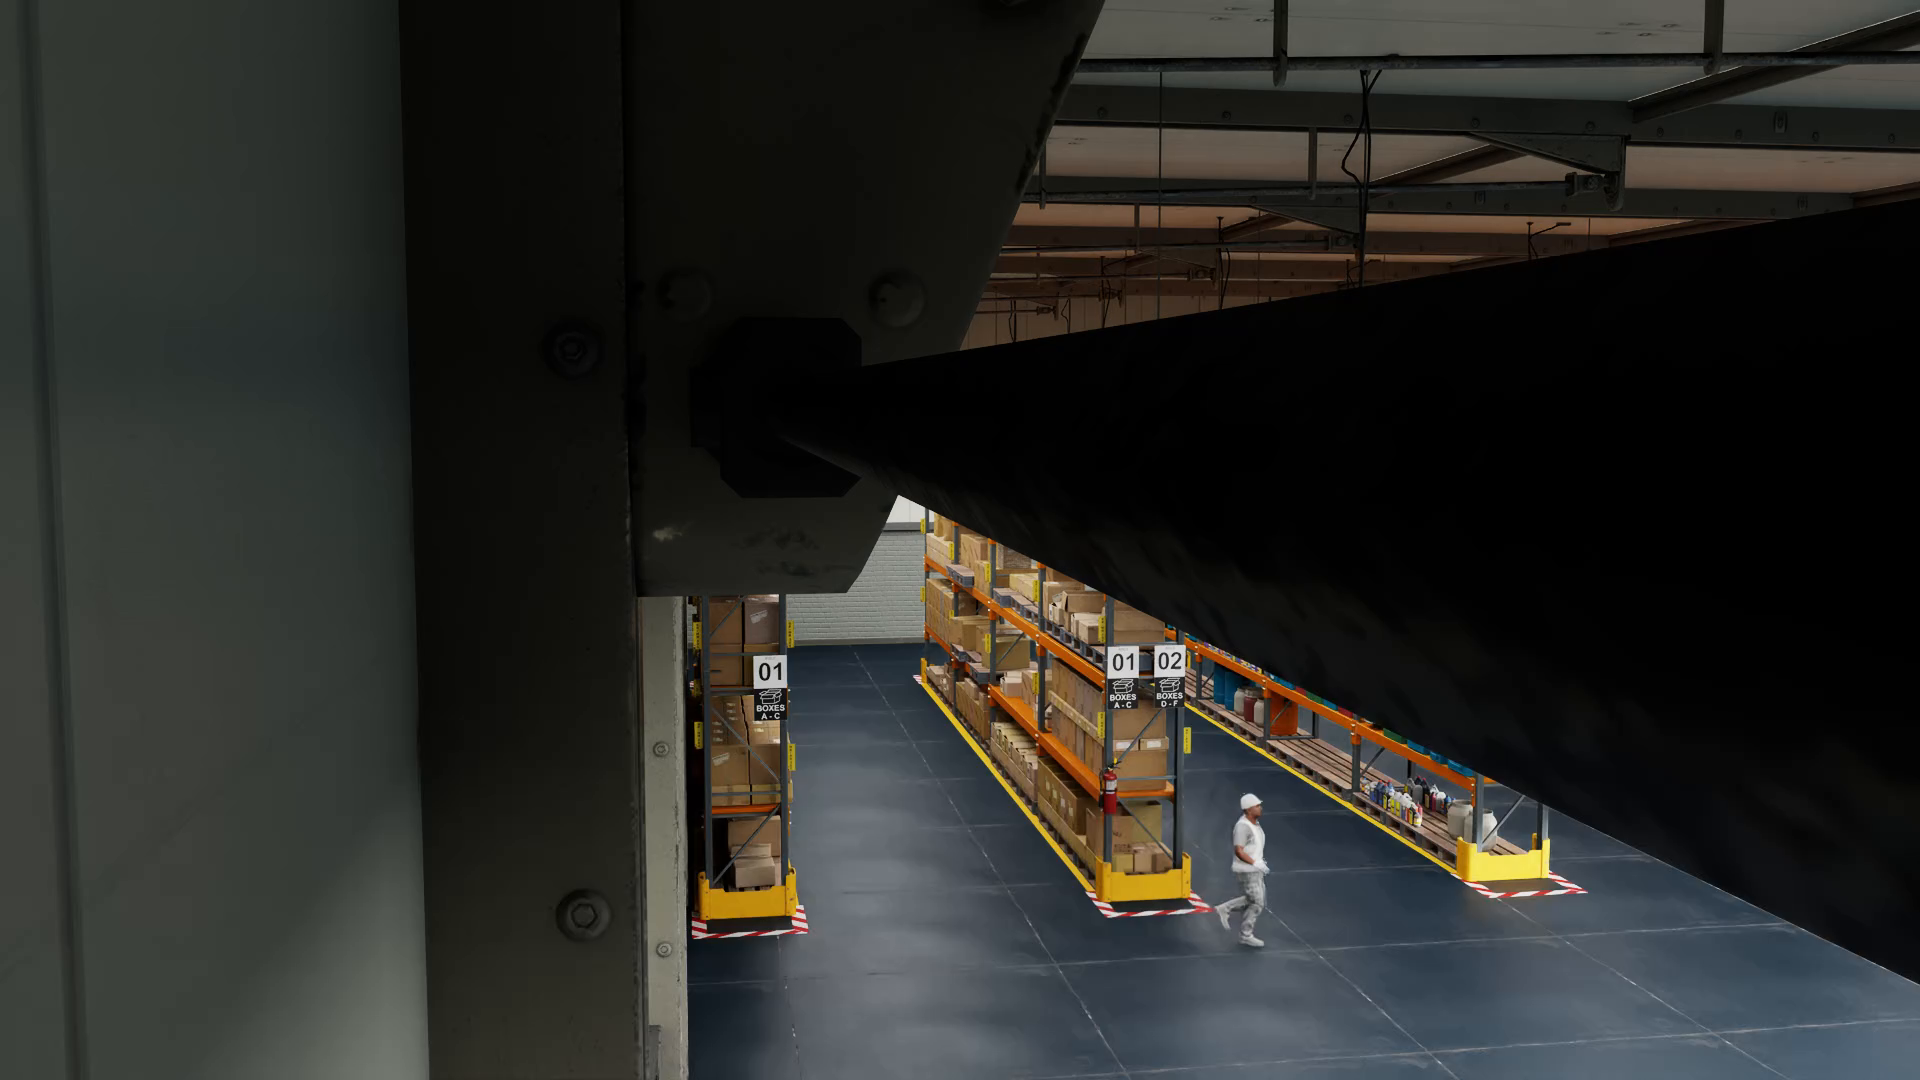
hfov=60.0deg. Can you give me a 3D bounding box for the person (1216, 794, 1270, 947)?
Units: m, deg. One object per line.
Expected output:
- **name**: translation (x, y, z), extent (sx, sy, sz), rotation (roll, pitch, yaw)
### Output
- **person**: translation (3.272, 3.784, 19.193), extent (0.644, 1.743, 0.723), rotation (2, 5, 18)
